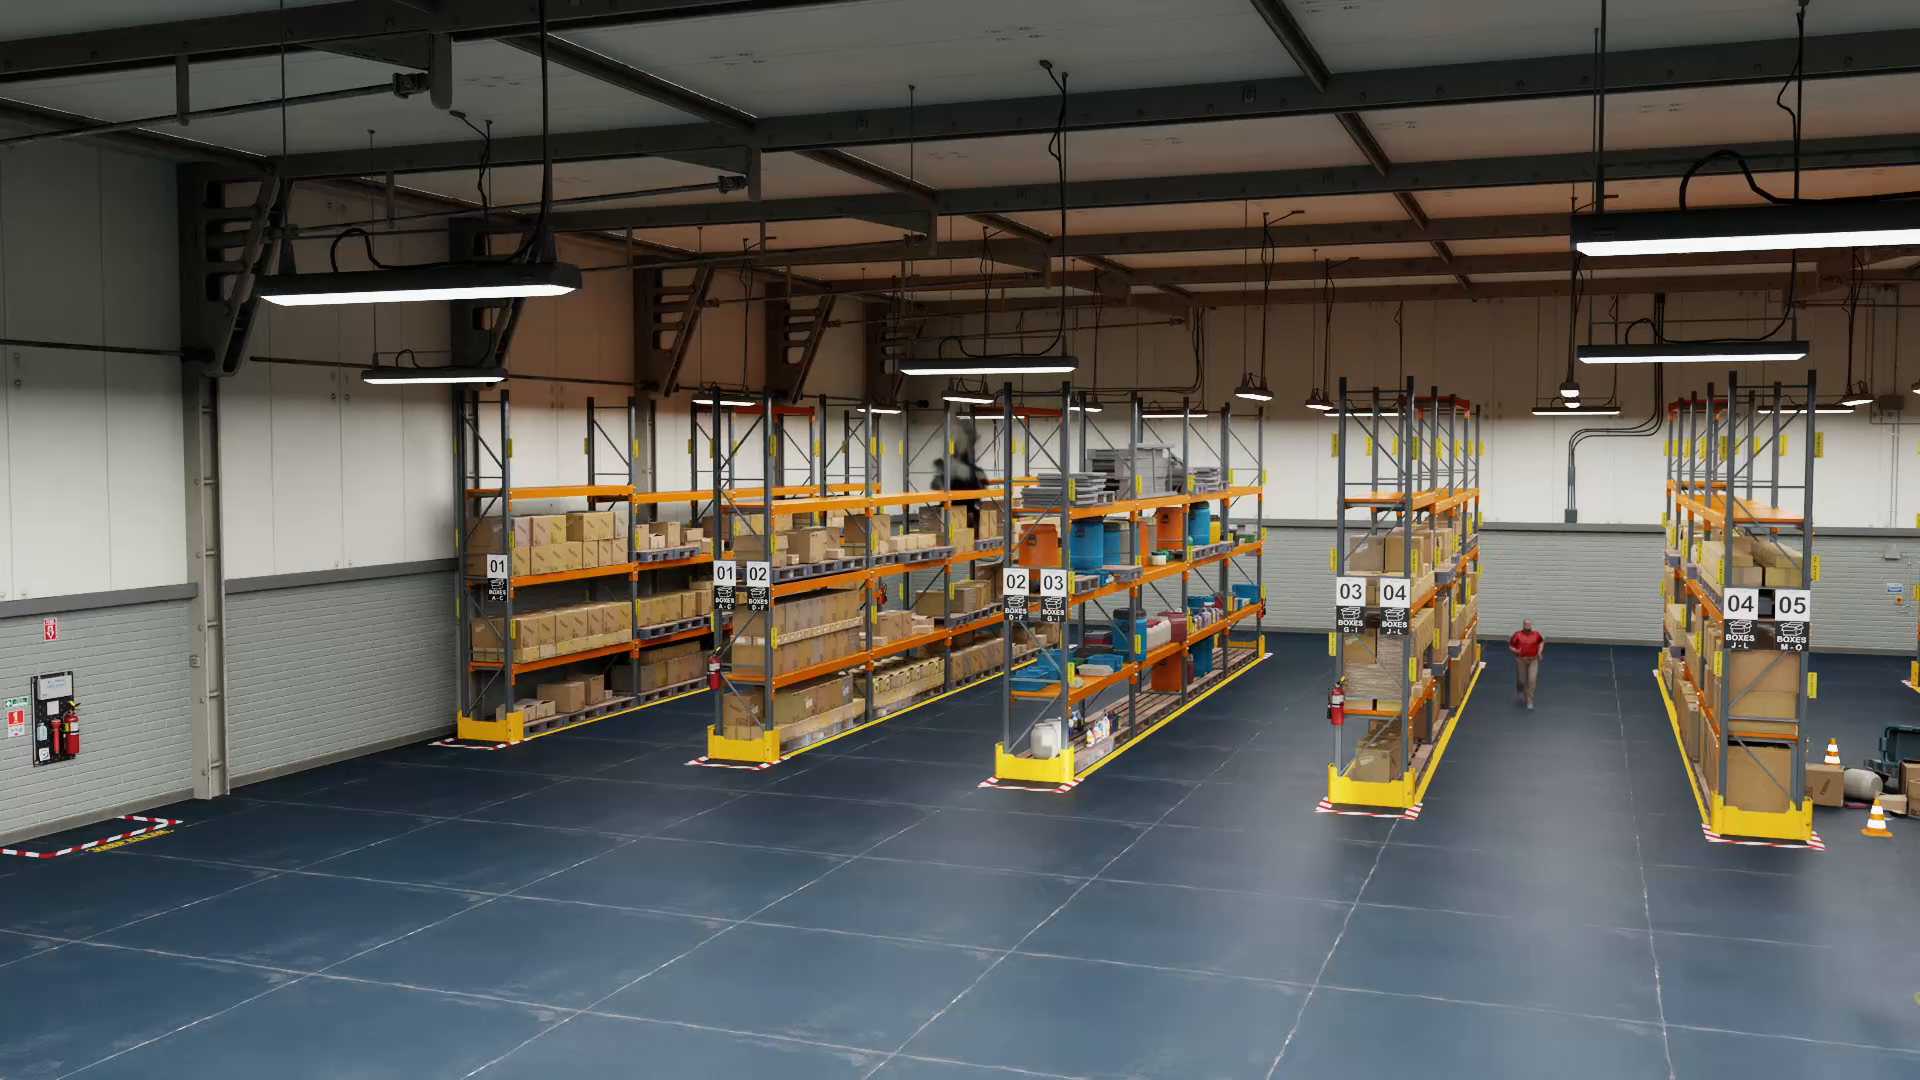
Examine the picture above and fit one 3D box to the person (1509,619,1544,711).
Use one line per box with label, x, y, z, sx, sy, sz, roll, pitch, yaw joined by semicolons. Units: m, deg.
person;10.927;2.374;32.057;0.664;1.725;0.954;1;3;12
